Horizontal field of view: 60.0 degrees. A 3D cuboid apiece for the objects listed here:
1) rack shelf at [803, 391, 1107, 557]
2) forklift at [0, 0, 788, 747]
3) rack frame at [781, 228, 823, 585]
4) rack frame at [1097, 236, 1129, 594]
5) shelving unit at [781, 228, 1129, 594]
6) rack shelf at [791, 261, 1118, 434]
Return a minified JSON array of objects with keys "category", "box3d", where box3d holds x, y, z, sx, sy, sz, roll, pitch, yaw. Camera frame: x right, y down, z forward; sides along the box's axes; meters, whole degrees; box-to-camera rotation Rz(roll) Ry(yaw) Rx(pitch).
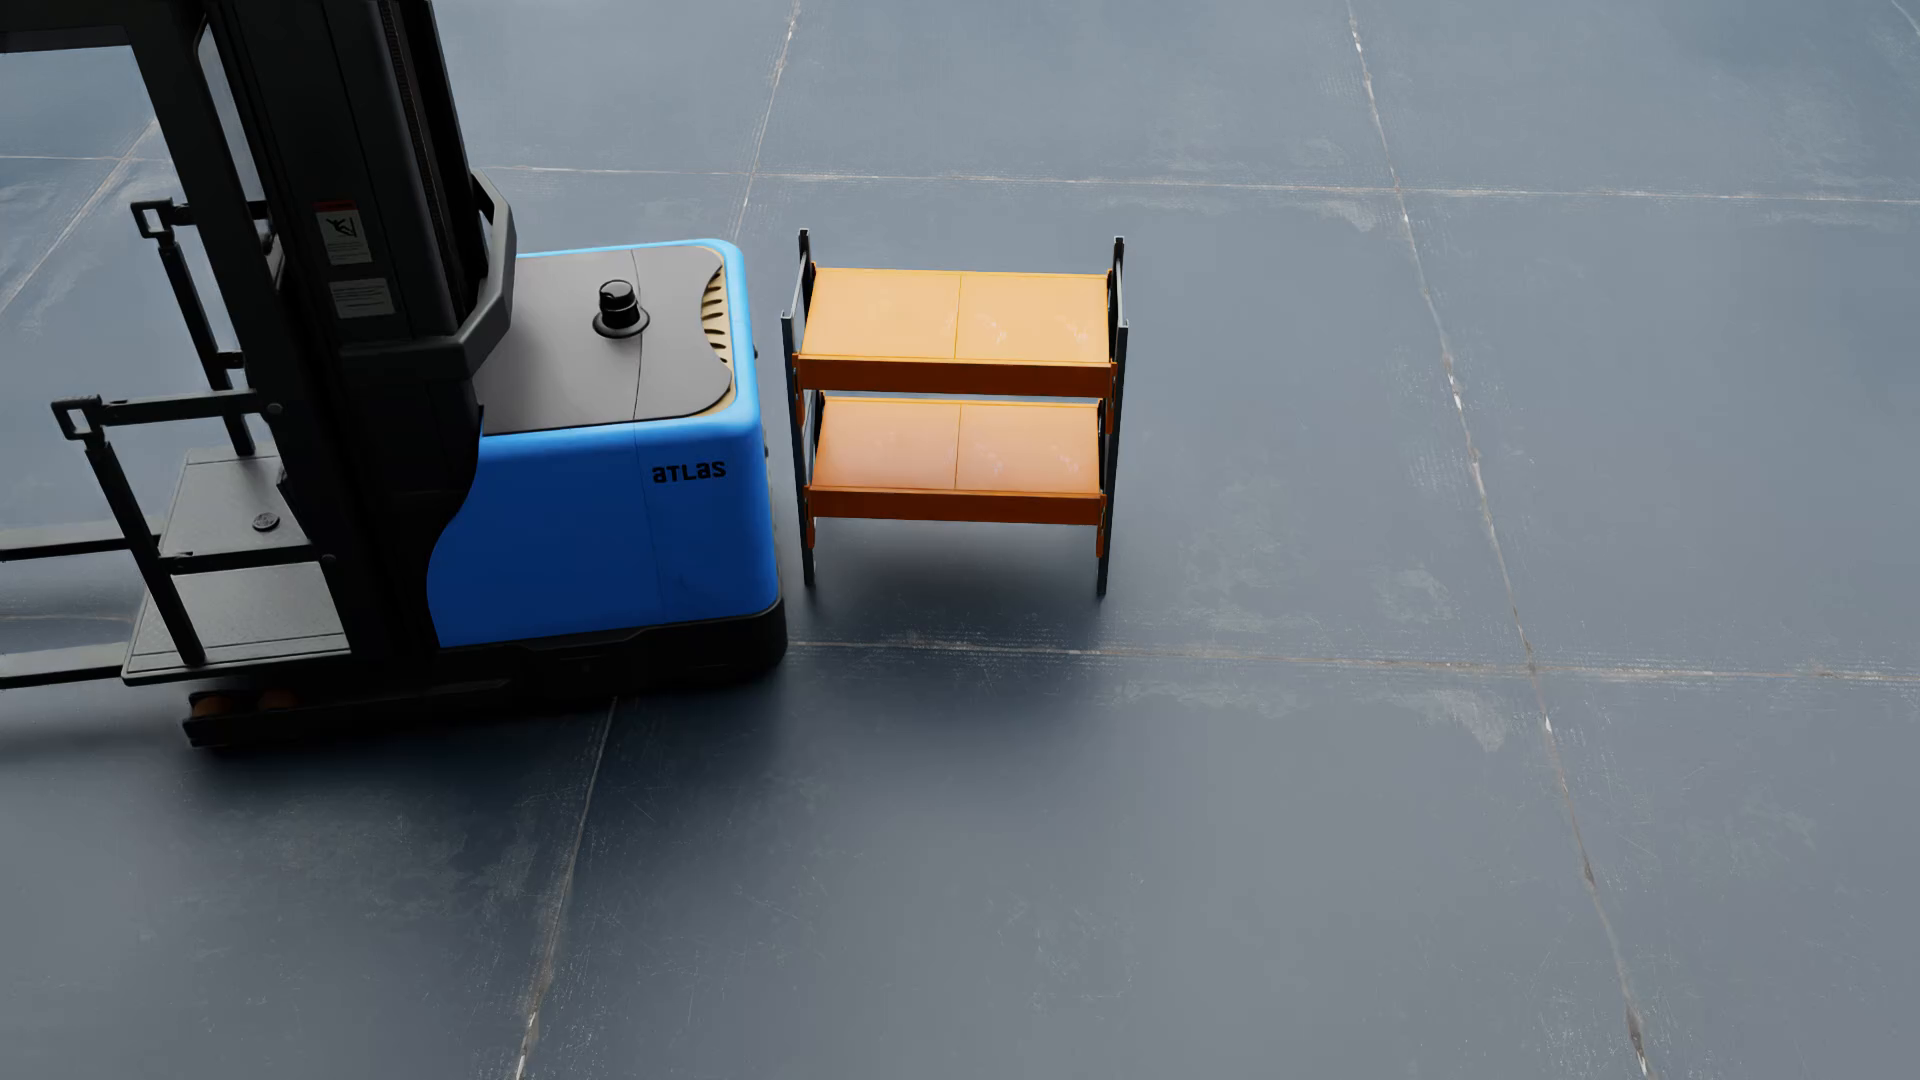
[{"category":"rack shelf","box3d":[-0.007,-0.233,5.732,1.000,0.278,0.538,2,43,2]},{"category":"forklift","box3d":[-2.129,-0.809,4.667,3.031,2.935,1.130,-6,43,-6]},{"category":"rack frame","box3d":[-0.515,-0.427,5.582,0.032,1.125,0.500,2,43,2]},{"category":"rack frame","box3d":[0.501,-0.396,5.549,0.032,1.125,0.500,2,43,2]},{"category":"shelving unit","box3d":[-0.007,-0.412,5.566,1.048,1.125,0.538,2,43,2]},{"category":"rack shelf","box3d":[-0.007,-0.626,5.366,1.000,0.278,0.538,2,43,2]}]
